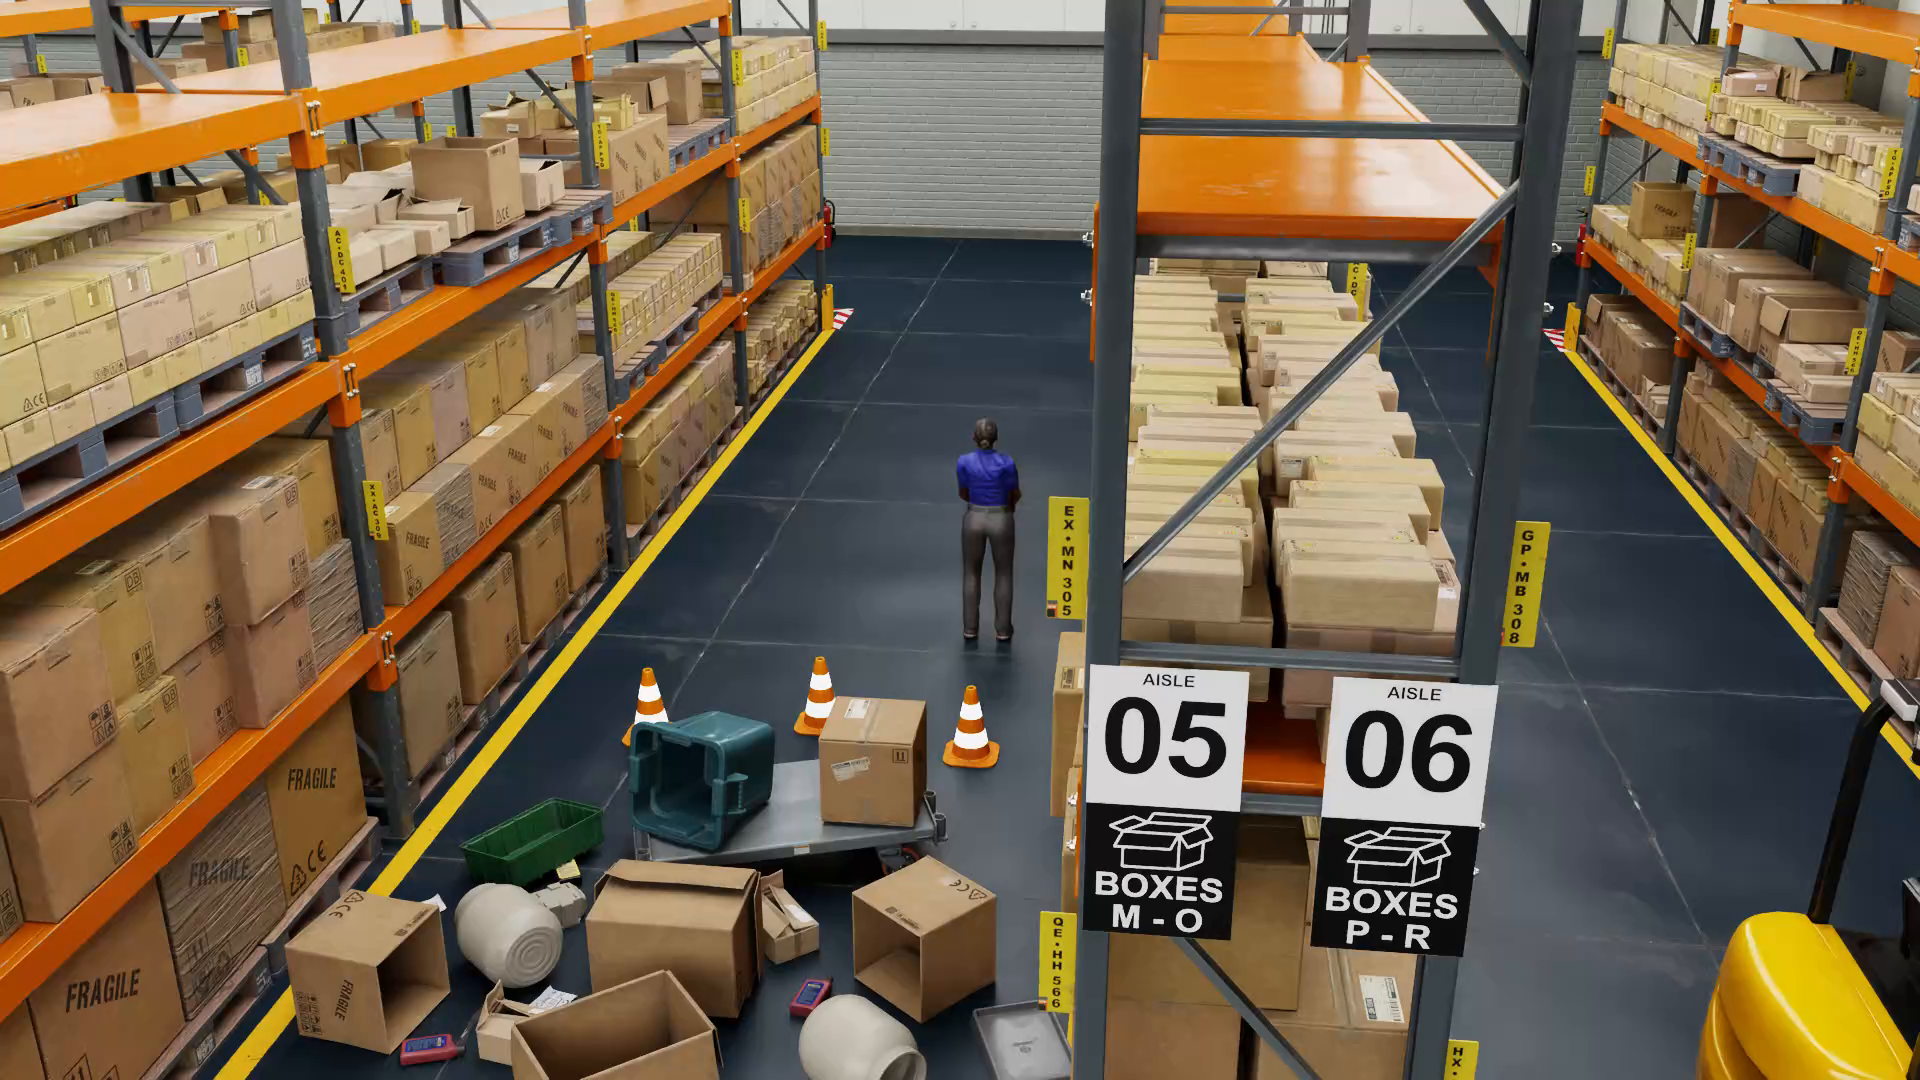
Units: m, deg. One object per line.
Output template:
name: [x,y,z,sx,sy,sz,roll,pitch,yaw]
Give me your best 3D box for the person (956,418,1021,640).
person: [0.213,-0.115,11.796,0.451,1.650,0.518,3,21,7]
